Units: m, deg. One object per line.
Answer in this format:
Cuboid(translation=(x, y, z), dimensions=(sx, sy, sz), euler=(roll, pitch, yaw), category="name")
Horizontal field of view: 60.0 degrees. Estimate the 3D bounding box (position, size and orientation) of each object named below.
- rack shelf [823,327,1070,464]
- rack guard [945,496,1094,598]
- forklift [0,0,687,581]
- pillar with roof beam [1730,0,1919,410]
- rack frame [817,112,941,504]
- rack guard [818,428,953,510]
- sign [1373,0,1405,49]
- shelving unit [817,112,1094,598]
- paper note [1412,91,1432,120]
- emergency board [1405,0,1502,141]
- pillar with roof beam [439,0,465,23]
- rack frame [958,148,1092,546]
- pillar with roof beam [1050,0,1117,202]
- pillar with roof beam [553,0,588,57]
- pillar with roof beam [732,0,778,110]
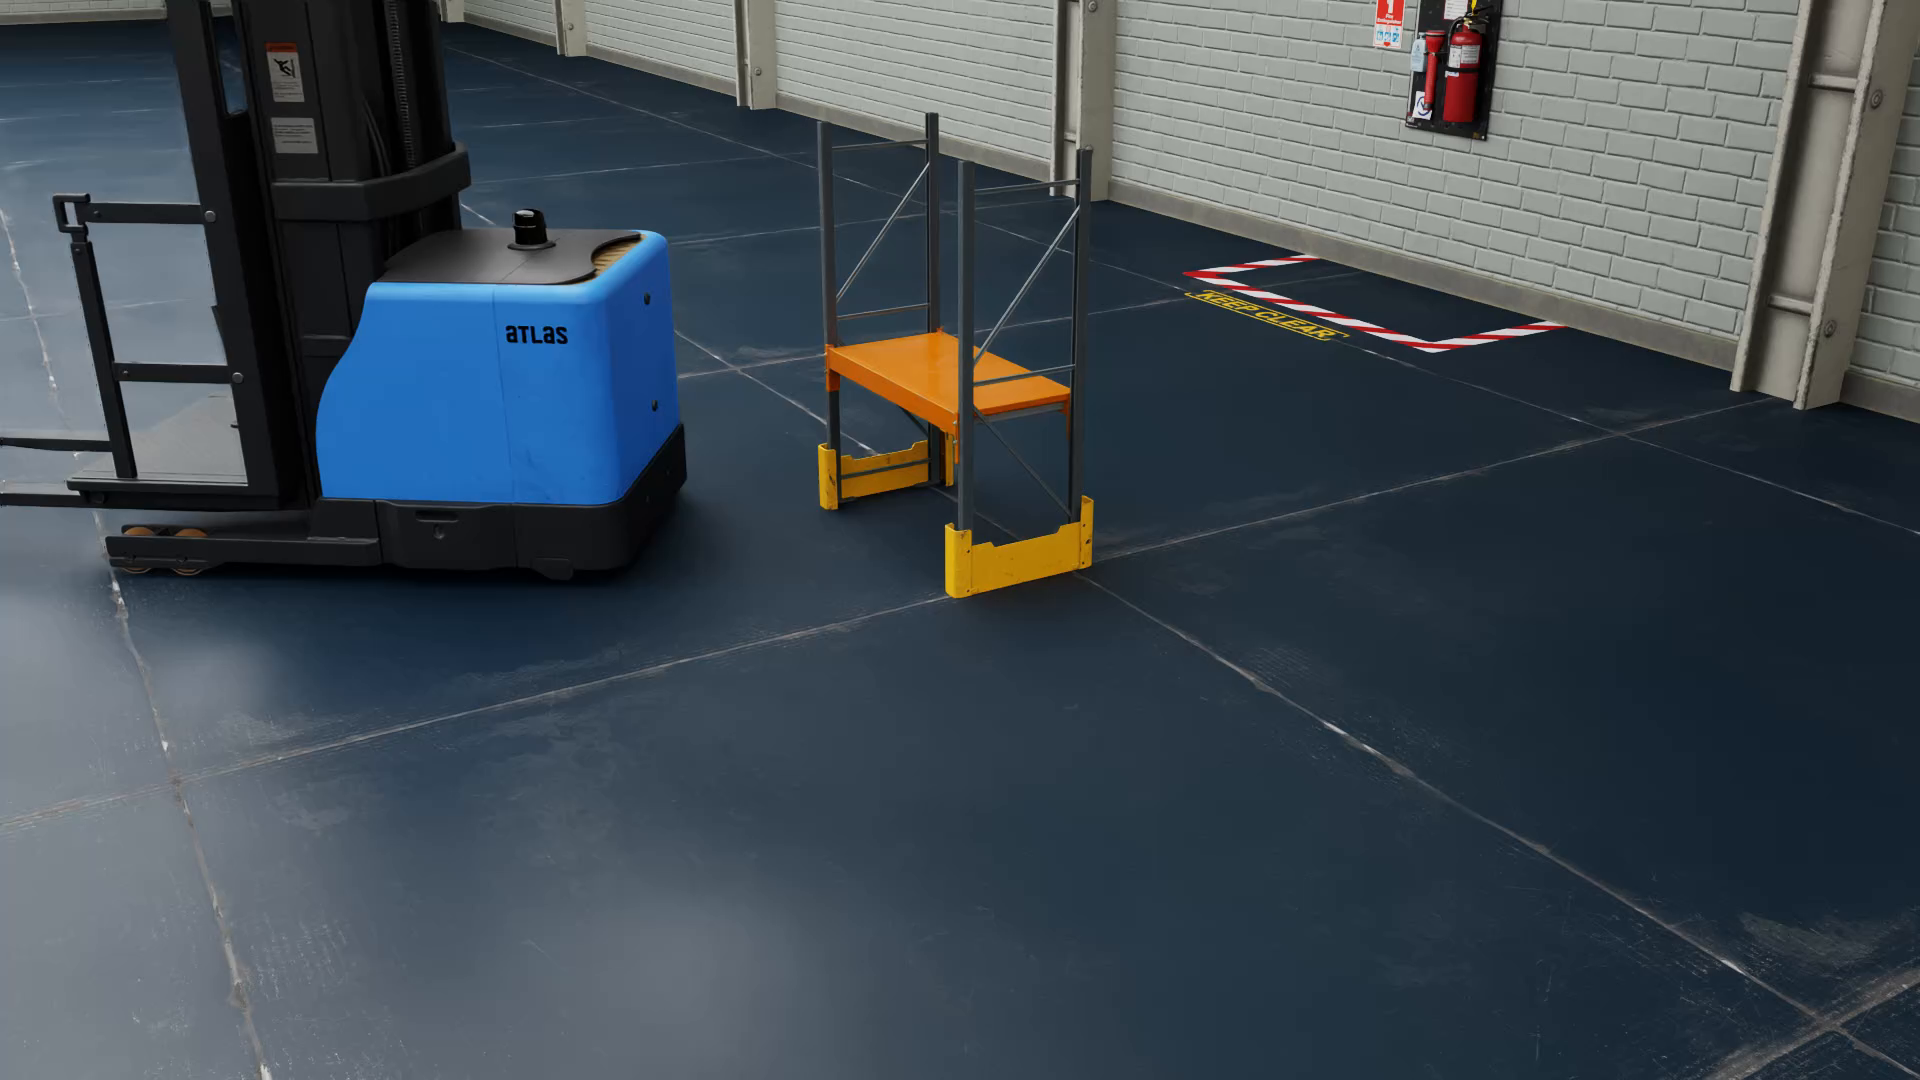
Cuboid(translation=(-0.044, -0.556, 6.165), dimensions=(0.538, 0.185, 1.000), euler=(-13, 25, -28), category="rack shelf")
Cuboid(translation=(0.215, 0.021, 5.928), dimensions=(0.587, 0.250, 0.087), euler=(-13, 25, -28), category="rack guard")
Cuboid(translation=(-2.650, -1.425, 5.924), dimensions=(3.031, 2.935, 1.130), euler=(2, 22, 4), category="forklift")
Cuboid(translation=(0.290, -4.044, 4.310), dimensions=(9.100, 9.000, 0.400), euler=(-13, 25, -28), category="pillar with roof beam")
Cuboid(translation=(-0.303, -0.887, 6.502), dimensions=(0.500, 1.500, 0.032), euler=(-13, 25, -28), category="rack frame")
Cuboid(translation=(-0.293, -0.302, 6.722), dimensions=(0.587, 0.250, 0.087), euler=(-13, 25, -28), category="rack guard")
Cuboid(translation=(2.568, -3.115, 9.945), dimensions=(0.001, 0.329, 0.234), euler=(-13, 25, -28), category="sign")
Cuboid(translation=(-0.039, -0.719, 6.090), dimensions=(0.587, 1.500, 1.083), euler=(-13, 25, -28), category="shelving unit")
Cuboid(translation=(2.730, -2.563, 9.802), dimensions=(0.016, 0.148, 0.142), euler=(-13, 25, -28), category="paper note")
Cuboid(translation=(2.762, -2.900, 9.463), dimensions=(0.194, 1.169, 0.643), euler=(-13, 25, -28), category="emergency board")
Cuboid(translation=(-11.969, -11.813, 23.424), dimensions=(9.100, 9.000, 0.400), euler=(-13, 25, -28), category="pillar with roof beam")
Cuboid(translation=(0.216, -0.558, 5.692), dimensions=(0.500, 1.500, 0.032), euler=(-13, 25, -28), category="rack frame")
Cuboid(translation=(-2.775, -5.986, 9.088), dimensions=(9.100, 9.000, 0.400), euler=(-13, 25, -28), category="pillar with roof beam")
Cuboid(translation=(-8.905, -9.871, 18.645), dimensions=(9.100, 9.000, 0.400), euler=(-13, 25, -28), category="pillar with roof beam")
Cuboid(translation=(-5.840, -7.928, 13.867), dimensions=(9.100, 9.000, 0.400), euler=(-13, 25, -28), category="pillar with roof beam")
